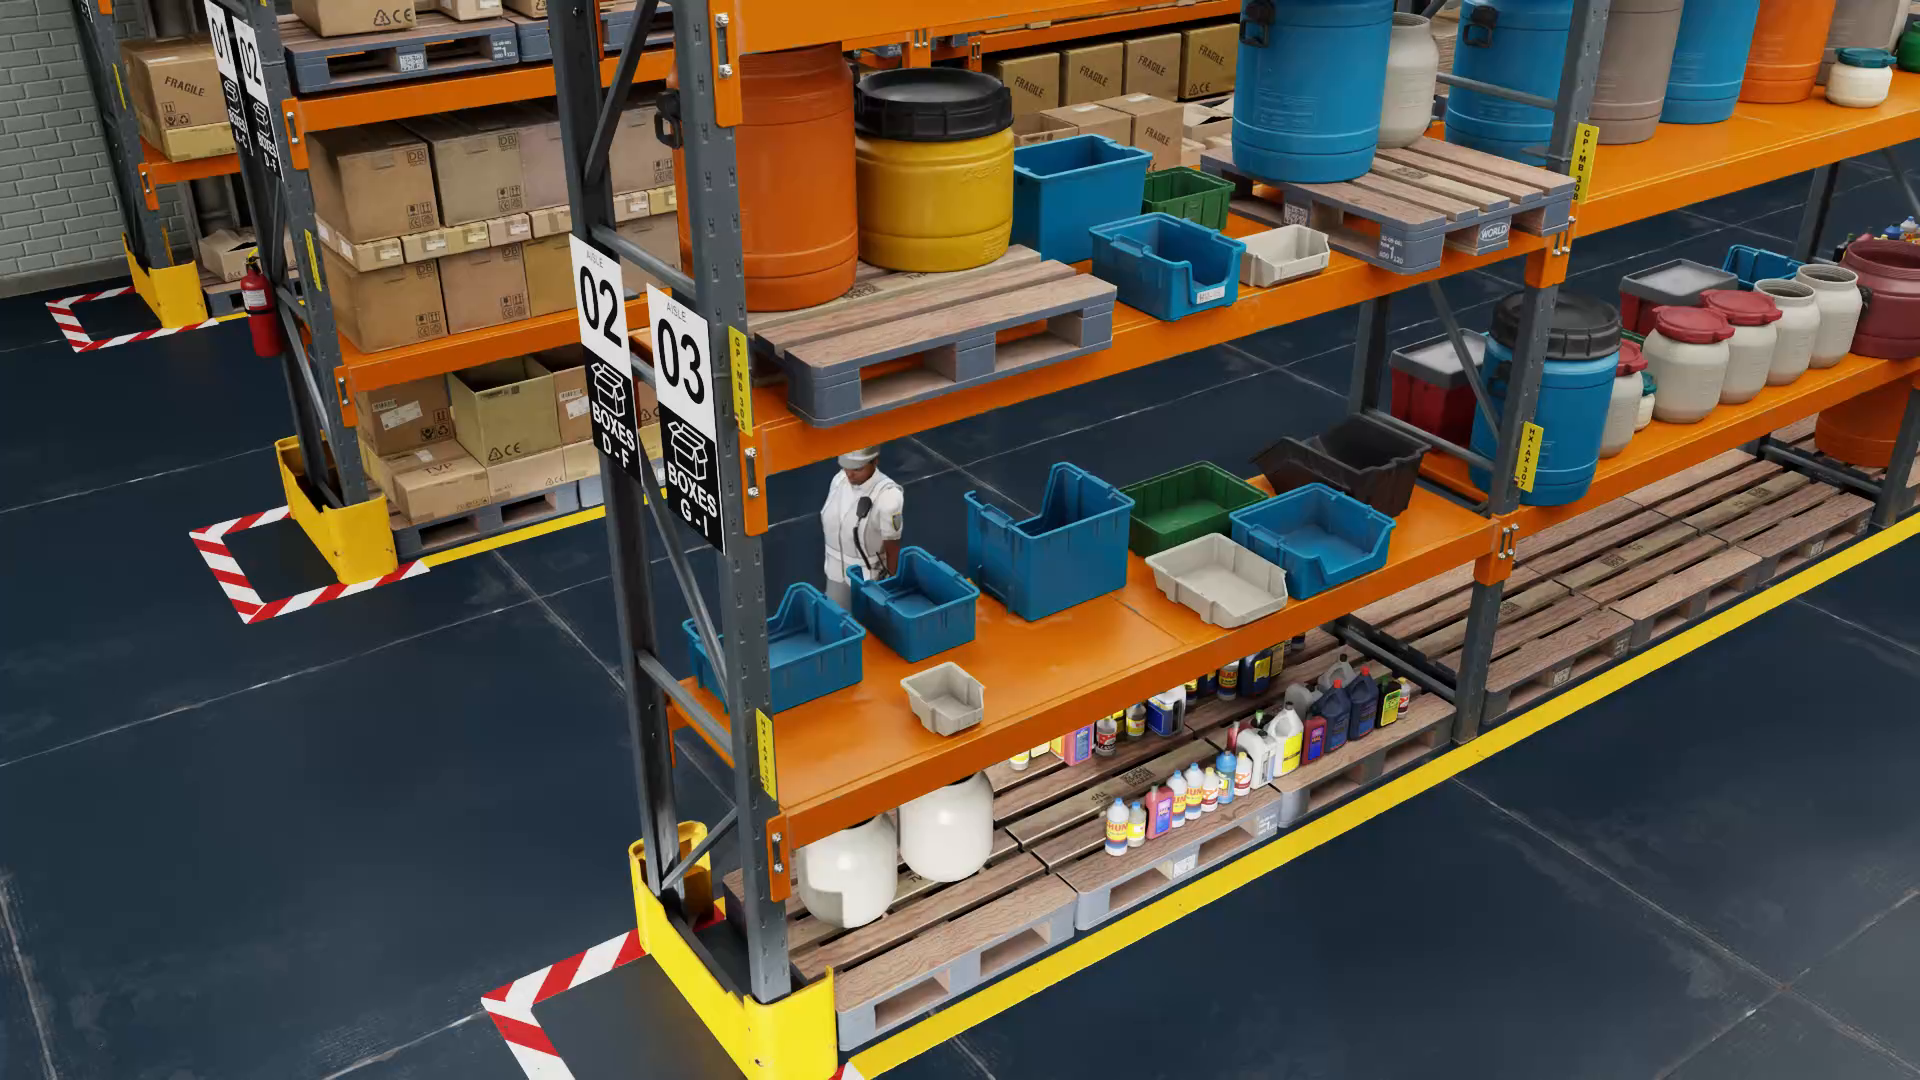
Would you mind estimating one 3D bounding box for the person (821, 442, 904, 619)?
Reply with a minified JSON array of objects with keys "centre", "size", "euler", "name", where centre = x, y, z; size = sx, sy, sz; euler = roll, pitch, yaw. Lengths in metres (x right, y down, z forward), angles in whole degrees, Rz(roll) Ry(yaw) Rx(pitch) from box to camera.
[{"centre":[-0.477,0.216,8.242],"size":[0.438,1.658,0.341],"euler":[20,35,32],"name":"person"}]
